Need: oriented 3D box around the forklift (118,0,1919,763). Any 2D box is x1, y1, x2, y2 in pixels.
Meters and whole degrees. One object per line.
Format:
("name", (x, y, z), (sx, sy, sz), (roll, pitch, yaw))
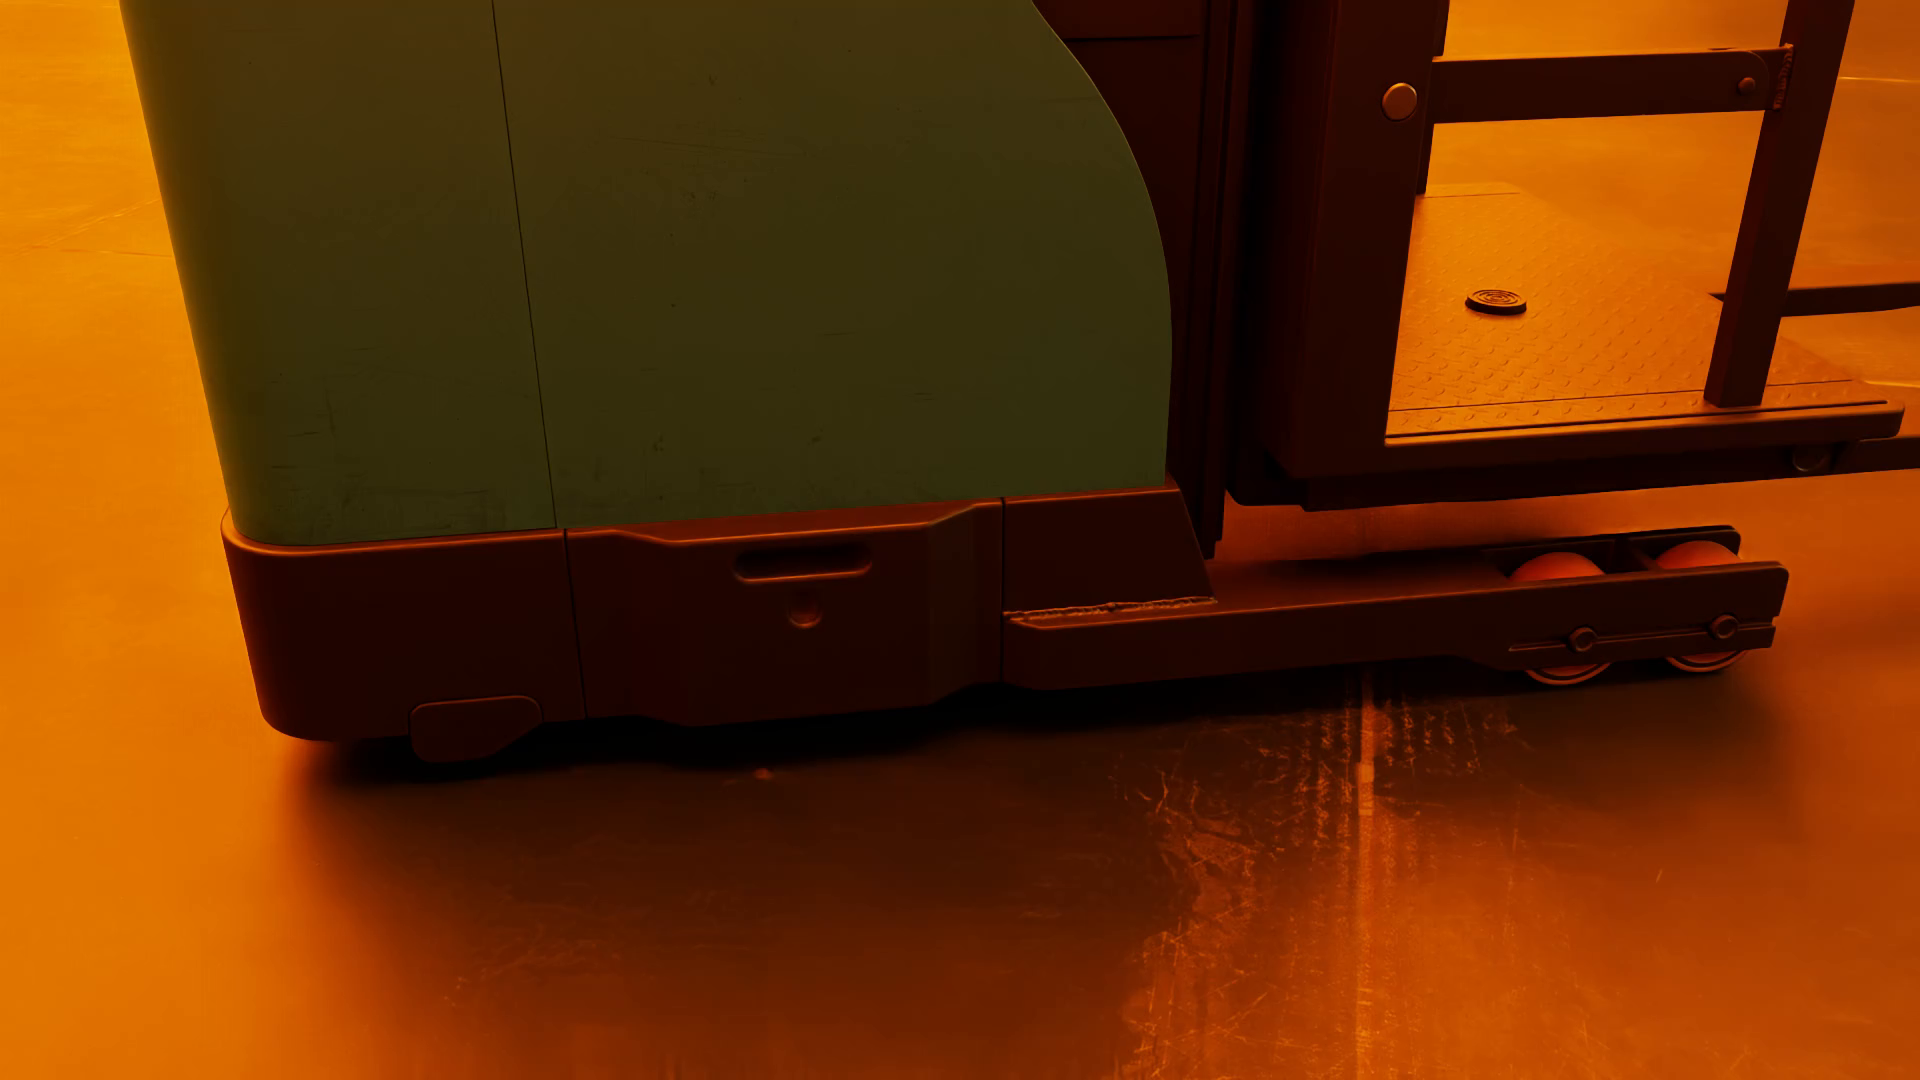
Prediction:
("forklift", (0.600, -1.354, 1.930), (3.031, 2.935, 1.130), (-4, 27, -9))
